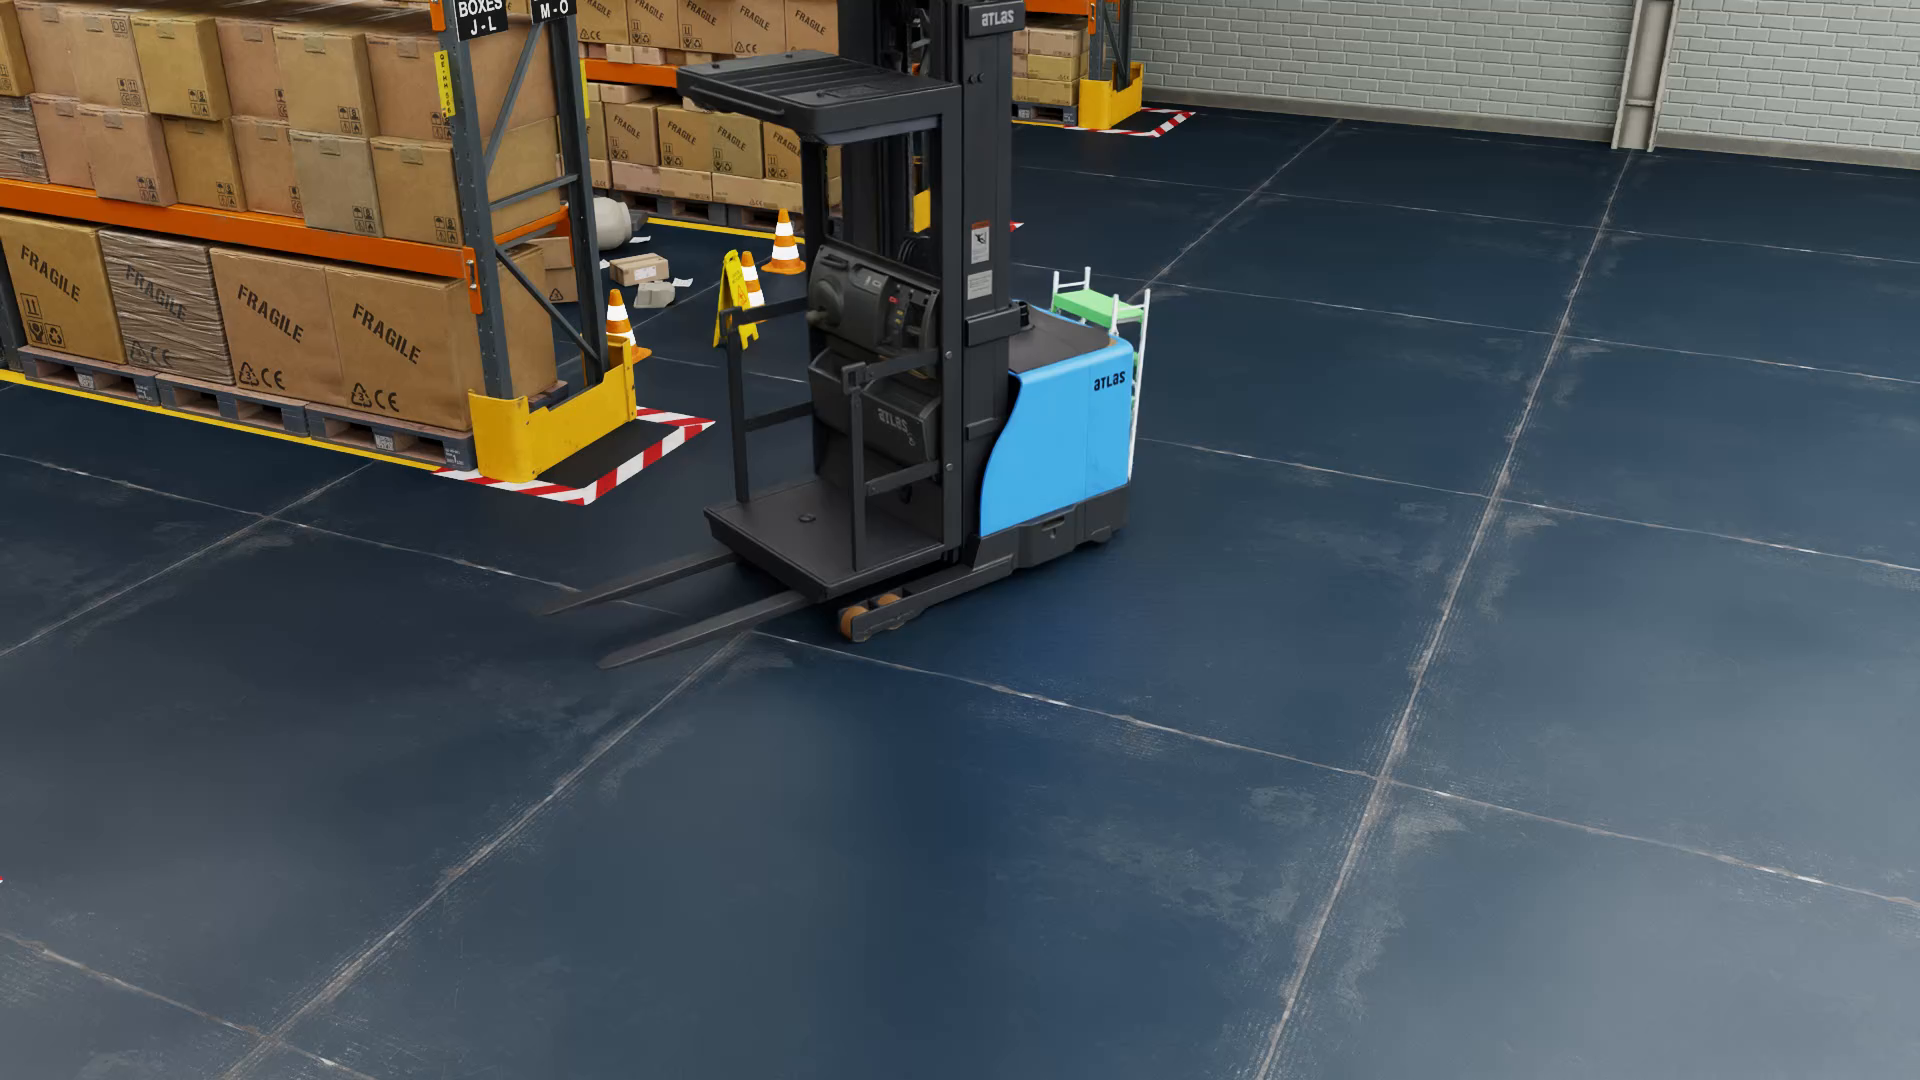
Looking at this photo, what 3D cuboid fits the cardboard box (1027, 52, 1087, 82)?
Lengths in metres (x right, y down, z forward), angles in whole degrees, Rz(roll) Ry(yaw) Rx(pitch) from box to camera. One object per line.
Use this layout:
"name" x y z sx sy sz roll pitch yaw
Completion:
"cardboard box" 1.036 -5.074 17.731 0.500 0.250 0.500 11 28 21

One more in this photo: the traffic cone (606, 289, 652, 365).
"traffic cone" -2.295 -1.456 11.183 0.334 0.463 0.336 11 28 22

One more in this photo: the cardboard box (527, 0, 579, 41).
"cardboard box" -3.332 -4.569 14.185 0.500 0.500 0.500 11 28 22

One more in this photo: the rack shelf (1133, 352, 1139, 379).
"rack shelf" 0.727 -0.988 8.982 0.258 0.148 0.480 -14 29 -34

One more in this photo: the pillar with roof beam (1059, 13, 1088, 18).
"pillar with roof beam" -0.434 -7.381 13.555 0.400 9.000 9.100 11 28 22

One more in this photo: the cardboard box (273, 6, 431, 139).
"cardboard box" -3.260 -2.625 9.292 0.550 0.550 0.875 11 28 22

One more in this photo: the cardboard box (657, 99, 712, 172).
"cardboard box" -2.213 -3.457 14.164 0.500 0.500 0.500 11 28 21

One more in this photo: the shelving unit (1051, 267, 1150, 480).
"shelving unit" 0.718 -0.827 9.054 0.258 1.200 0.503 -14 29 -34

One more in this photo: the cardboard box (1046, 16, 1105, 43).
"cardboard box" 1.249 -5.499 18.028 0.500 0.250 0.500 11 28 21

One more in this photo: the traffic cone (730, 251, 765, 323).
"traffic cone" -1.518 -1.848 11.980 0.334 0.463 0.336 11 28 22

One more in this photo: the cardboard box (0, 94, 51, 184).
"cardboard box" -5.700 -2.662 10.591 0.550 0.550 0.875 11 28 22

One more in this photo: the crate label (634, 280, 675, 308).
"crate label" -2.259 -1.821 12.293 0.298 0.136 0.250 -2 26 -5

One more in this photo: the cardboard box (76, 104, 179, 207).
"cardboard box" -4.747 -2.424 10.108 0.550 0.550 0.875 11 28 22

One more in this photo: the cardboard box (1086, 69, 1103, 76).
"cardboard box" 1.242 -5.054 18.258 0.500 0.250 0.500 11 28 22

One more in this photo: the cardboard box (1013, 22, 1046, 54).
"cardboard box" 0.593 -5.384 17.796 0.500 0.250 0.500 12 29 23

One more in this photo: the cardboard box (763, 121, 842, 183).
"cardboard box" -1.280 -3.268 13.779 0.500 0.500 0.500 12 28 22

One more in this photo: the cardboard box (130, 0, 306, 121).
"cardboard box" -4.250 -2.826 9.702 0.500 0.550 0.875 11 28 22

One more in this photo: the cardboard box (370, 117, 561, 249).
"cardboard box" -2.756 -2.043 9.333 0.550 0.550 0.875 11 28 22

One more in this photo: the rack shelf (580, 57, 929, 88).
"rack shelf" -2.263 -3.978 14.248 4.000 0.370 1.077 11 28 22

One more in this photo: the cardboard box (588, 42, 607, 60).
"cardboard box" -2.958 -4.210 14.189 0.250 0.149 0.380 11 28 22

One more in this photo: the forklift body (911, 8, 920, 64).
"forklift body" -0.873 -5.164 16.803 1.214 2.155 2.313 11 28 22

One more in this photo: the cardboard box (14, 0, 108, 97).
"cardboard box" -5.171 -3.074 10.205 0.550 0.550 0.875 11 28 22

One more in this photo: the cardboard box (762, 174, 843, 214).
"cardboard box" -1.312 -2.933 13.950 0.500 0.250 0.500 11 28 22

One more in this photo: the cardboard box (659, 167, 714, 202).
"cardboard box" -2.237 -3.120 14.330 0.500 0.250 0.500 10 28 20

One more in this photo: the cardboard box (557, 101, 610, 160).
"cardboard box" -3.166 -3.648 14.552 0.500 0.500 0.500 13 29 24

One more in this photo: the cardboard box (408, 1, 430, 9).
"cardboard box" -4.667 -4.725 14.760 0.250 0.149 0.380 12 29 23

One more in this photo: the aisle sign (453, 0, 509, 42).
"aisle sign" -2.459 -2.959 8.420 0.004 0.787 0.394 11 28 22

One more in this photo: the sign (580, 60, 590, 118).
"sign" -2.165 -2.572 9.508 0.005 0.325 0.100 11 28 22

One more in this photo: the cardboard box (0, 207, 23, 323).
"cardboard box" -6.643 -1.914 11.312 0.750 0.750 1.050 11 28 22

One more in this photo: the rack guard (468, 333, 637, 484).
"rack guard" -2.378 -0.800 9.809 0.348 0.500 1.175 11 28 22

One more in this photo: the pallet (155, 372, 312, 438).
"pallet" -4.267 -1.013 10.569 1.213 0.211 1.003 11 28 22

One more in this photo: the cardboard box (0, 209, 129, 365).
"cardboard box" -5.497 -1.749 10.837 0.875 0.875 0.875 12 29 23

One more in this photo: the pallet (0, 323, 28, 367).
"pallet" -6.775 -1.517 11.592 1.213 0.211 1.003 11 28 22

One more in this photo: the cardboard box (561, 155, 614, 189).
"cardboard box" -3.168 -3.311 14.717 0.500 0.250 0.500 13 29 25

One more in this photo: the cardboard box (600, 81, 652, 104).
"cardboard box" -2.855 -3.844 14.215 0.250 0.149 0.380 13 29 25

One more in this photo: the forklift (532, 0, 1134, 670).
"forklift" -0.573 -1.099 7.663 3.031 2.935 1.130 -20 32 -35

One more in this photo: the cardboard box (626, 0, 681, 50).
"cardboard box" -2.412 -4.388 13.817 0.500 0.500 0.500 12 29 22

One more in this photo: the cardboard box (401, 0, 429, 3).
"cardboard box" -4.599 -5.025 14.635 0.500 0.500 0.500 11 28 21

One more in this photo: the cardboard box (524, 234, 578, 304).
"cardboard box" -3.090 -2.118 12.482 0.637 0.503 0.797 -7 27 -14

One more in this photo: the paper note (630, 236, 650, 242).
"paper note" -2.652 -2.496 13.784 0.148 0.019 0.142 2 26 4

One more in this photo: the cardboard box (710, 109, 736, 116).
"cardboard box" -1.869 -3.646 13.814 0.250 0.149 0.380 12 29 23

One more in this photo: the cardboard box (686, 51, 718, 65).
"cardboard box" -2.065 -4.010 13.783 0.250 0.149 0.380 11 28 21

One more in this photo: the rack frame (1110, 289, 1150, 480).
"rack frame" 0.861 -0.740 8.876 0.240 1.200 0.015 -14 29 -34

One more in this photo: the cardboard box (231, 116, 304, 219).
"cardboard box" -3.724 -2.287 9.830 0.550 0.550 0.875 11 28 22

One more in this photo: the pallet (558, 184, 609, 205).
"pallet" -3.458 -3.306 15.227 1.213 0.211 1.003 11 28 22

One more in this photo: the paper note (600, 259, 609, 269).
"paper note" -2.838 -2.186 13.168 0.142 0.019 0.148 23 35 39

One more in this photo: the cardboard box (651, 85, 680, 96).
"cardboard box" -2.506 -3.772 14.804 0.500 0.500 0.500 13 29 24

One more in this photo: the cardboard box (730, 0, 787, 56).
"cardboard box" -1.505 -4.195 13.424 0.500 0.500 0.500 11 28 22

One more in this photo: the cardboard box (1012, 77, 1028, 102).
"cardboard box" 0.601 -4.940 18.025 0.500 0.250 0.500 11 28 22

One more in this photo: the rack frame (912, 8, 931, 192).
"rack frame" -0.443 -3.935 13.346 0.127 3.000 1.000 11 28 22

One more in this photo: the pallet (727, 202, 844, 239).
"pallet" -1.237 -2.860 14.321 1.213 0.211 1.003 11 28 22

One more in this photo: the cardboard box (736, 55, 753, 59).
"cardboard box" -1.620 -3.896 13.553 0.250 0.149 0.380 12 29 23

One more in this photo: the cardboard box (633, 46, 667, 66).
"cardboard box" -2.528 -4.094 13.954 0.250 0.149 0.380 11 28 22

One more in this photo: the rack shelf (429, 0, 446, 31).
"rack shelf" -4.220 -3.315 9.505 4.000 0.370 1.077 11 28 22

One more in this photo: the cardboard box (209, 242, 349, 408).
"cardboard box" -3.846 -1.418 10.165 0.875 0.875 0.875 11 28 21

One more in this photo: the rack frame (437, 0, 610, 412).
"rack frame" -2.400 -1.926 9.266 0.127 3.000 1.000 11 28 22
